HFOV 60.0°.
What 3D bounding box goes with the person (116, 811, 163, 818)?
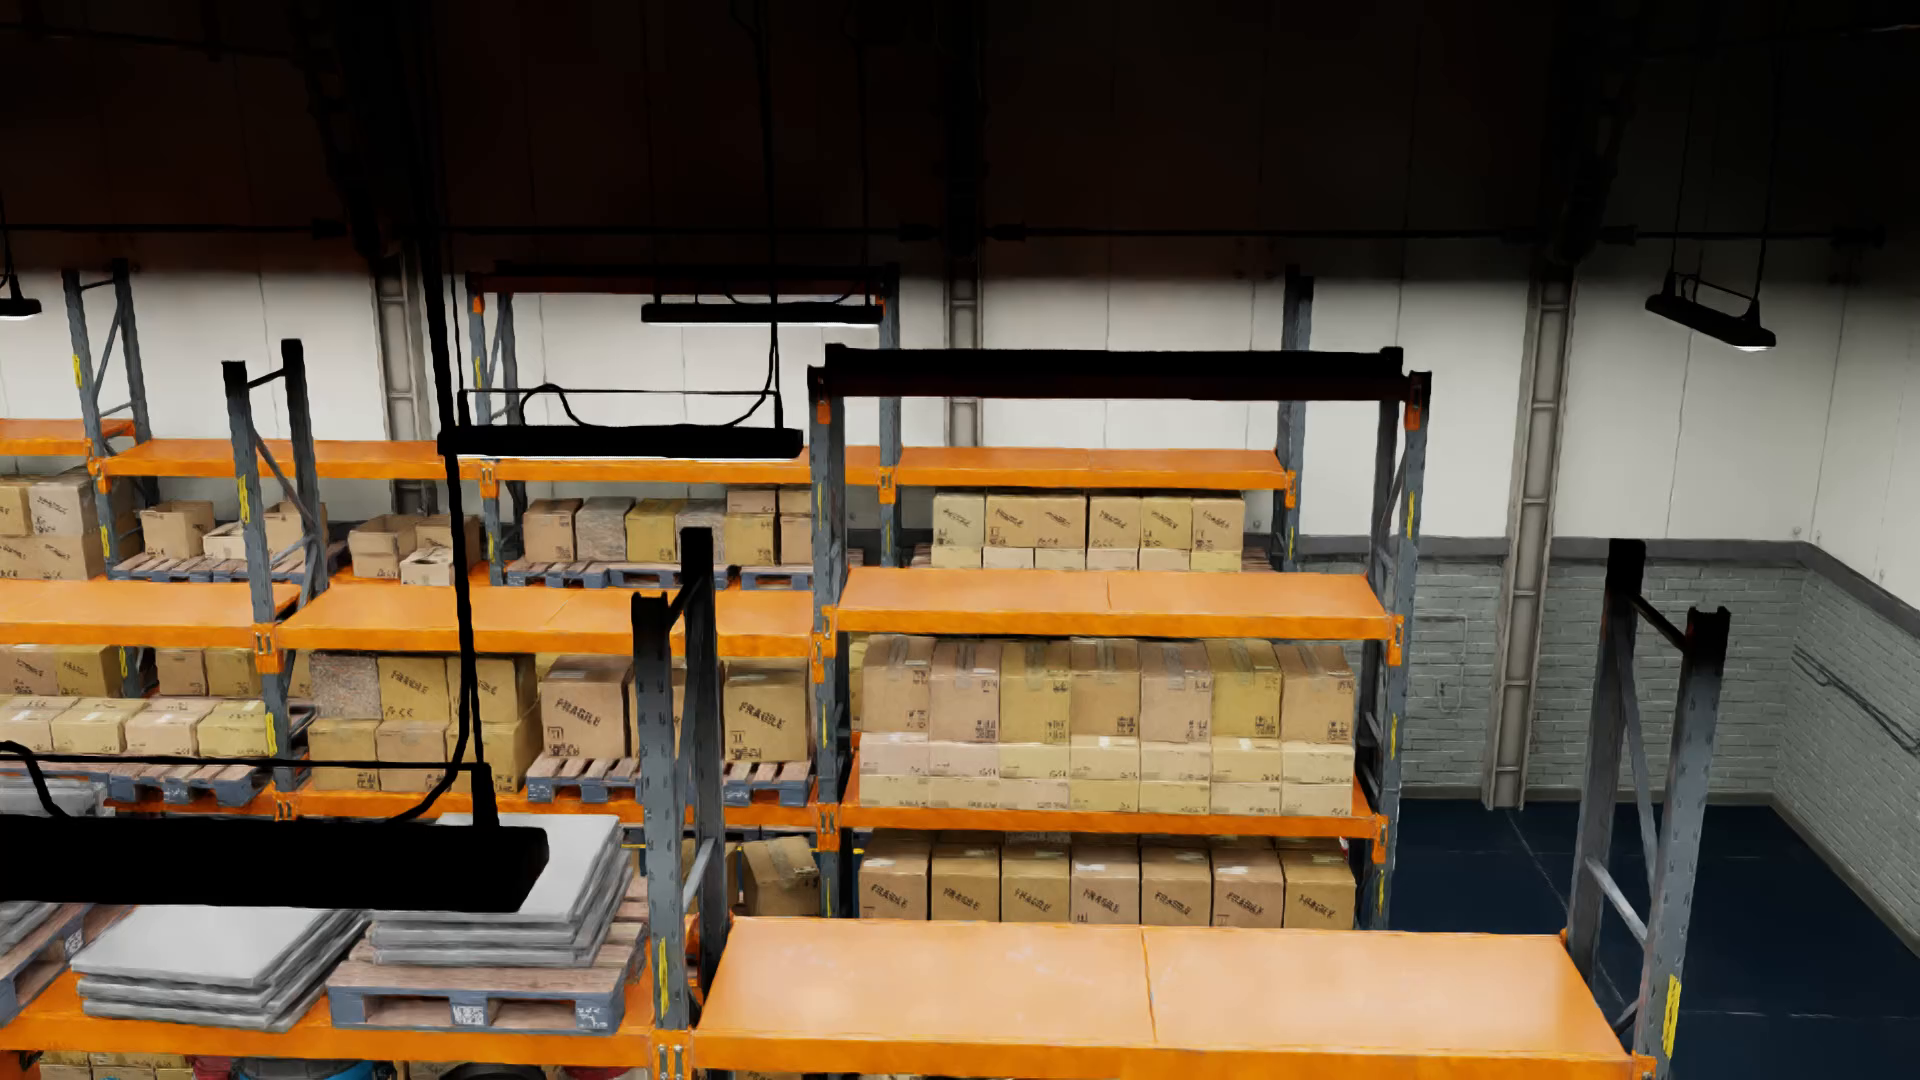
[{"bbox_3d":[-7.701,2.878,15.454,0.638,1.784,0.514,-8,18,-25],"label":"person"}]
